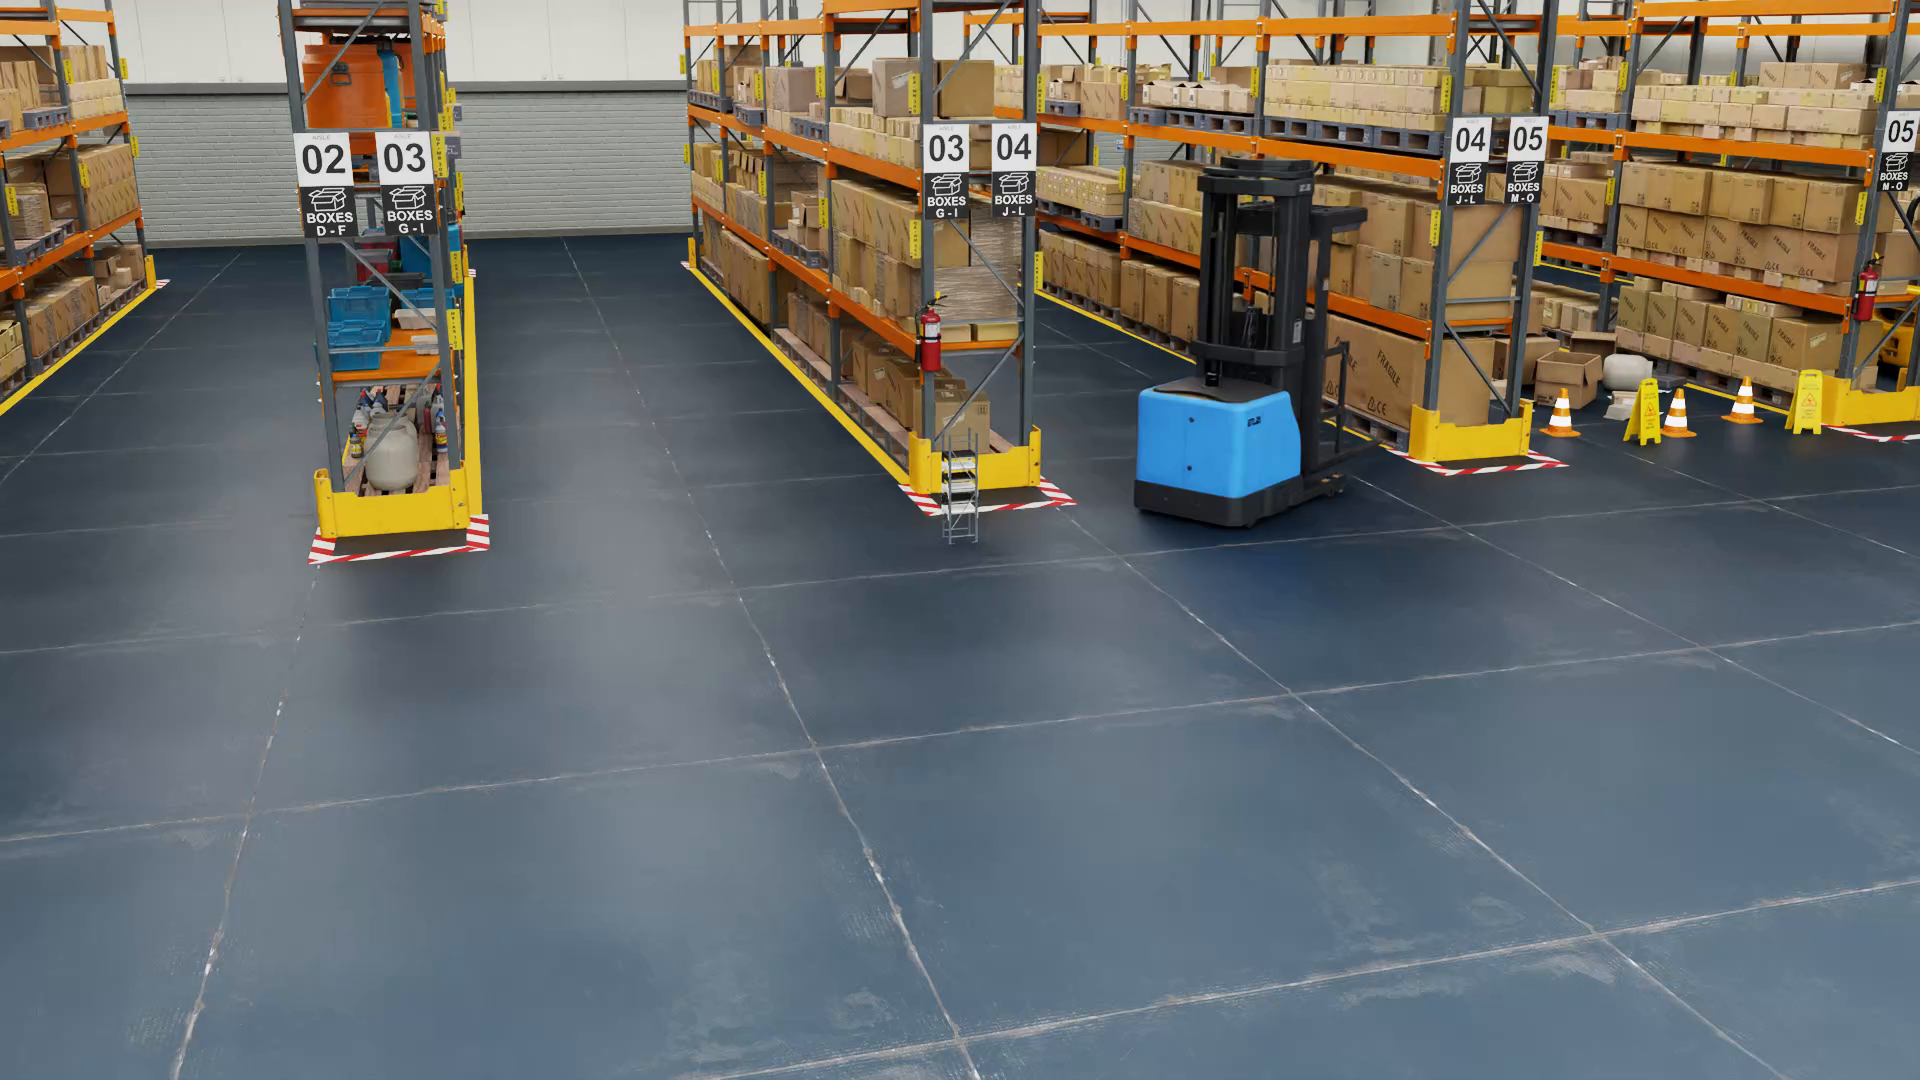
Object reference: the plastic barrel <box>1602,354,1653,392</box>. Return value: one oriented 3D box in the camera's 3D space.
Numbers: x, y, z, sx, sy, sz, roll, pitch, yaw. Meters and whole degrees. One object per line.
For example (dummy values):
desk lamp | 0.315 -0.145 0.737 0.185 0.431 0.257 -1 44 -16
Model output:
plastic barrel | 7.662 -1.915 19.090 0.512 0.421 0.421 7 18 23

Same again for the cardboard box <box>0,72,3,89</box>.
cardboard box | -11.961 -5.711 20.123 0.500 0.500 0.500 -5 17 -15

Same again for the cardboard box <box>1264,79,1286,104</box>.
cardboard box | 3.720 -4.983 18.452 0.500 0.250 0.500 -5 17 -15

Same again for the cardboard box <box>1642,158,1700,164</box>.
cardboard box | 11.632 -5.991 27.272 0.797 0.503 0.637 -5 17 -17

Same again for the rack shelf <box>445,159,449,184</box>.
rack shelf | -6.254 -4.273 18.501 1.077 0.370 4.000 -5 17 -15

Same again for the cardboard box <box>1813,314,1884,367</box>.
cardboard box | 9.723 -2.192 18.280 0.500 0.500 0.500 -5 18 -17

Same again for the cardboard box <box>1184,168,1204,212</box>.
cardboard box | 3.293 -4.469 21.205 0.700 0.500 0.500 -5 17 -16

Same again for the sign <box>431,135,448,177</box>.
sign | -4.075 -3.005 13.012 0.100 0.325 0.005 -5 17 -15

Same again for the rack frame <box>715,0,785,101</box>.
rack frame | -3.141 -8.106 24.795 1.000 3.000 0.127 -5 17 -15

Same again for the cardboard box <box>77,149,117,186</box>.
cardboard box | -12.951 -5.557 24.827 0.500 0.500 0.500 -4 17 -14

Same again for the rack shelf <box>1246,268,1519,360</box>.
rack shelf | 4.404 -2.486 17.765 1.077 0.370 4.000 -5 17 -15

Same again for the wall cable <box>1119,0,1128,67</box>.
wall cable | 3.454 -11.547 36.250 0.463 3.000 0.029 -5 17 -15

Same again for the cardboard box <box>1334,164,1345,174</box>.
cardboard box | 6.399 -6.260 27.166 0.500 0.500 0.500 -5 17 -16

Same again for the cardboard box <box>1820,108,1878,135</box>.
cardboard box | 9.286 -4.324 17.163 0.500 0.250 0.500 -5 17 -16

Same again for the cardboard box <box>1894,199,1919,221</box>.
cardboard box | 12.977 -4.480 22.544 0.500 0.250 0.500 -5 17 -16

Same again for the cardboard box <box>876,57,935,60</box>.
cardboard box | -0.573 -4.782 17.383 0.500 0.500 0.500 -5 17 -17

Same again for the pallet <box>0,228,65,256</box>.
pallet | -12.106 -3.790 21.188 1.003 0.211 1.213 -5 17 -15

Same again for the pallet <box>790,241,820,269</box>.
pallet | -1.458 -3.490 20.190 1.003 0.211 1.213 -5 17 -15

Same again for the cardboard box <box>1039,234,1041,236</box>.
cardboard box | 1.386 -5.192 28.714 0.380 0.149 0.250 -5 18 -18

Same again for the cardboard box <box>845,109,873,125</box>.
cardboard box | -0.956 -4.316 16.960 0.380 0.149 0.250 -5 17 -15

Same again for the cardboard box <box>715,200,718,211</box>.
cardboard box | -3.681 -5.313 26.362 0.380 0.149 0.250 -5 17 -16

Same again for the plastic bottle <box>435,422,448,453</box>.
plastic bottle | -4.804 -0.952 15.385 0.097 0.271 0.097 0 17 0

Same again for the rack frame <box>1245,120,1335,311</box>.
rack frame | 3.855 -3.384 19.503 1.000 3.000 0.127 -5 17 -15

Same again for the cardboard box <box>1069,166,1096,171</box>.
cardboard box | 1.954 -5.867 26.442 0.380 0.149 0.250 -4 17 -13

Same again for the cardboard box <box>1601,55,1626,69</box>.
cardboard box | 11.309 -8.236 28.740 0.396 0.266 0.258 -5 17 -16

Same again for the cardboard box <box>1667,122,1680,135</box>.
cardboard box | 8.629 -4.877 19.697 0.380 0.149 0.250 -5 17 -15

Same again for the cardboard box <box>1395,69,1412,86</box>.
cardboard box | 4.397 -4.431 15.922 0.380 0.149 0.250 -4 17 -14

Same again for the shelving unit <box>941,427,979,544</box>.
shelving unit | -0.002 -0.433 13.330 0.258 0.900 0.210 -5 17 -15

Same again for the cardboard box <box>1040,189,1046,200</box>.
cardboard box | 1.469 -5.387 25.877 0.380 0.149 0.250 -5 17 -15

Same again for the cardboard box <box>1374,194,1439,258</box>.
cardboard box | 4.649 -3.117 16.477 0.875 0.550 0.550 -5 17 -15

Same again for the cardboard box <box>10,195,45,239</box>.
cardboard box | -11.917 -4.026 20.738 0.700 0.500 0.500 -1 17 -5

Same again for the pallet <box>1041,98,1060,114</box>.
pallet | 1.723 -6.764 25.869 1.213 0.211 1.003 -5 17 -15

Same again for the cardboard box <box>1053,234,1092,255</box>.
cardboard box | 1.754 -4.587 25.822 0.500 0.250 0.500 -4 17 -14

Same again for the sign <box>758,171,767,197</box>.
sign | -2.574 -4.636 21.659 0.100 0.325 0.005 -5 17 -15

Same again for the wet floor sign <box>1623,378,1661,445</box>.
wet floor sign | 6.866 -1.298 16.653 0.267 0.644 0.232 -8 18 -25

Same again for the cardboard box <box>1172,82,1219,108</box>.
cardboard box | 3.022 -5.635 21.035 0.500 0.311 0.500 -5 17 -16

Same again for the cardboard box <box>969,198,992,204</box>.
cardboard box | 0.137 -2.895 15.447 0.500 0.500 0.500 -5 17 -15

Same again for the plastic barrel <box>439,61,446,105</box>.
plastic barrel | -7.457 -6.332 23.048 0.600 0.588 0.600 0 17 0

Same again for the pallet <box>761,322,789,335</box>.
pallet | -2.186 -3.015 23.121 1.003 0.211 1.213 -5 17 -15

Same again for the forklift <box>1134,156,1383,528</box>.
forklift | 2.807 -1.862 14.554 1.130 2.935 3.031 13 21 38

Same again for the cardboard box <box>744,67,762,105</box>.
cardboard box | -2.623 -6.377 23.343 0.797 0.503 0.637 -5 17 -16

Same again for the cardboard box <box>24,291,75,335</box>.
cardboard box | -11.848 -2.933 21.584 0.500 0.500 0.500 -5 18 -17

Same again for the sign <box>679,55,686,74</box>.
sign | -4.775 -8.190 28.632 0.100 0.325 0.005 -5 17 -15

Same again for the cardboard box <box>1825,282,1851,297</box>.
cardboard box | 9.377 -2.663 17.540 0.380 0.149 0.250 -4 17 -13

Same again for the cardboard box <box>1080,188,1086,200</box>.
cardboard box | 1.964 -5.030 24.172 0.380 0.149 0.250 -5 17 -15

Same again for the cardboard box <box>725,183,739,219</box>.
cardboard box | -3.255 -5.133 25.154 0.500 0.500 0.500 -5 17 -15

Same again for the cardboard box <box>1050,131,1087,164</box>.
cardboard box | 1.766 -6.410 27.149 0.500 0.500 0.500 -4 17 -14

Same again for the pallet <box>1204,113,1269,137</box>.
pallet | 3.555 -4.979 19.931 0.805 0.209 1.217 -5 18 -17

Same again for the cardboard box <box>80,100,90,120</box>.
cardboard box | -12.696 -6.108 23.618 0.500 0.250 0.500 -5 17 -15

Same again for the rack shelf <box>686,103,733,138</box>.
rack shelf | -3.690 -6.878 27.171 1.077 0.370 4.000 -5 17 -15

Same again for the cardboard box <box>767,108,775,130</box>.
cardboard box | -2.157 -5.341 21.065 0.500 0.250 0.500 -4 17 -14

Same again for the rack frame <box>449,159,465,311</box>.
rack frame | -7.903 -4.841 24.354 1.000 3.000 0.127 -5 17 -15

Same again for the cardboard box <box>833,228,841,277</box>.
cardboard box | -0.878 -3.081 17.803 0.875 0.500 0.500 -5 17 -15

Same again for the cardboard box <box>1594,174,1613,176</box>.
cardboard box | 8.472 -4.623 22.209 0.500 0.500 0.500 -5 17 -16
